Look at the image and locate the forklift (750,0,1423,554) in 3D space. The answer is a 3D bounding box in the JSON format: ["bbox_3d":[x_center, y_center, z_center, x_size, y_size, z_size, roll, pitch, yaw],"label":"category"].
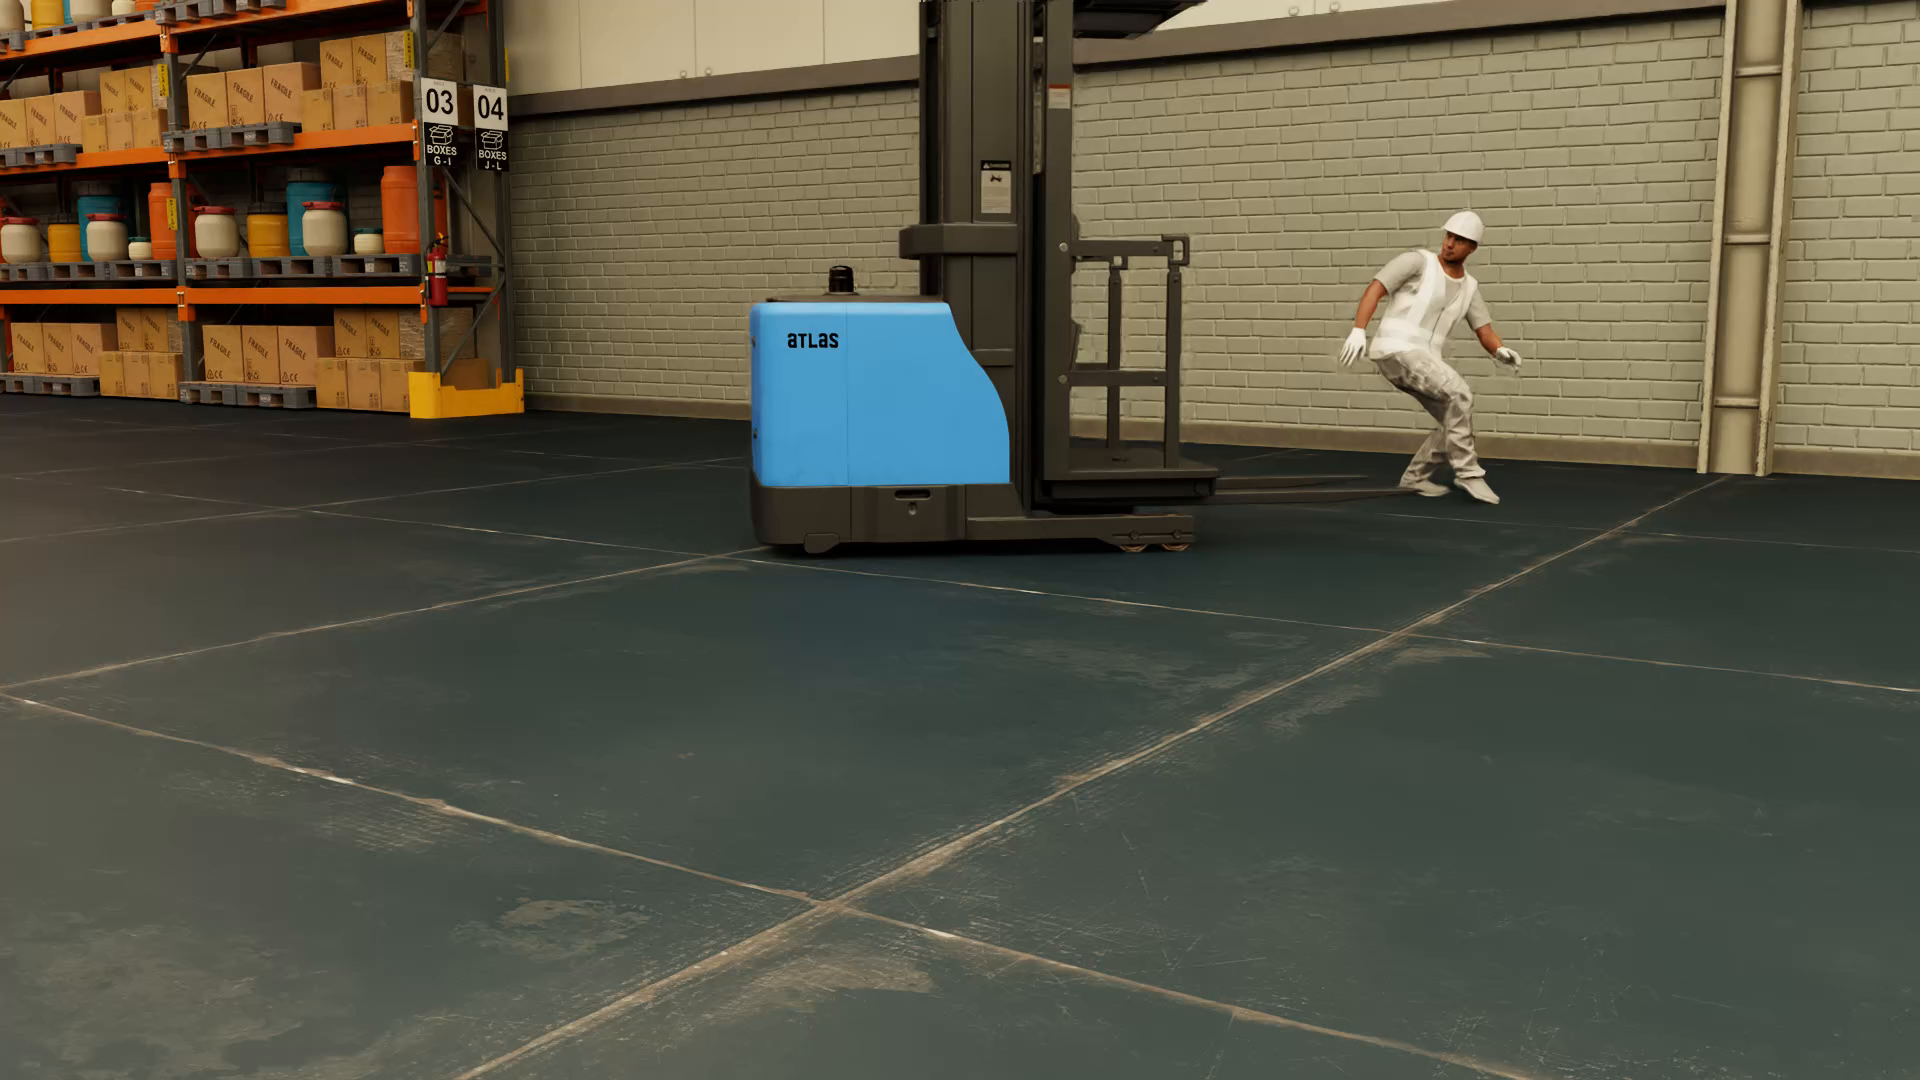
[{"bbox_3d":[0.575,-1.467,7.512,3.031,2.935,1.130,-1,8,-9],"label":"forklift"}]

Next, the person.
[{"bbox_3d":[2.613,-0.992,9.059,0.798,1.576,0.816,-7,11,-40],"label":"person"}]
